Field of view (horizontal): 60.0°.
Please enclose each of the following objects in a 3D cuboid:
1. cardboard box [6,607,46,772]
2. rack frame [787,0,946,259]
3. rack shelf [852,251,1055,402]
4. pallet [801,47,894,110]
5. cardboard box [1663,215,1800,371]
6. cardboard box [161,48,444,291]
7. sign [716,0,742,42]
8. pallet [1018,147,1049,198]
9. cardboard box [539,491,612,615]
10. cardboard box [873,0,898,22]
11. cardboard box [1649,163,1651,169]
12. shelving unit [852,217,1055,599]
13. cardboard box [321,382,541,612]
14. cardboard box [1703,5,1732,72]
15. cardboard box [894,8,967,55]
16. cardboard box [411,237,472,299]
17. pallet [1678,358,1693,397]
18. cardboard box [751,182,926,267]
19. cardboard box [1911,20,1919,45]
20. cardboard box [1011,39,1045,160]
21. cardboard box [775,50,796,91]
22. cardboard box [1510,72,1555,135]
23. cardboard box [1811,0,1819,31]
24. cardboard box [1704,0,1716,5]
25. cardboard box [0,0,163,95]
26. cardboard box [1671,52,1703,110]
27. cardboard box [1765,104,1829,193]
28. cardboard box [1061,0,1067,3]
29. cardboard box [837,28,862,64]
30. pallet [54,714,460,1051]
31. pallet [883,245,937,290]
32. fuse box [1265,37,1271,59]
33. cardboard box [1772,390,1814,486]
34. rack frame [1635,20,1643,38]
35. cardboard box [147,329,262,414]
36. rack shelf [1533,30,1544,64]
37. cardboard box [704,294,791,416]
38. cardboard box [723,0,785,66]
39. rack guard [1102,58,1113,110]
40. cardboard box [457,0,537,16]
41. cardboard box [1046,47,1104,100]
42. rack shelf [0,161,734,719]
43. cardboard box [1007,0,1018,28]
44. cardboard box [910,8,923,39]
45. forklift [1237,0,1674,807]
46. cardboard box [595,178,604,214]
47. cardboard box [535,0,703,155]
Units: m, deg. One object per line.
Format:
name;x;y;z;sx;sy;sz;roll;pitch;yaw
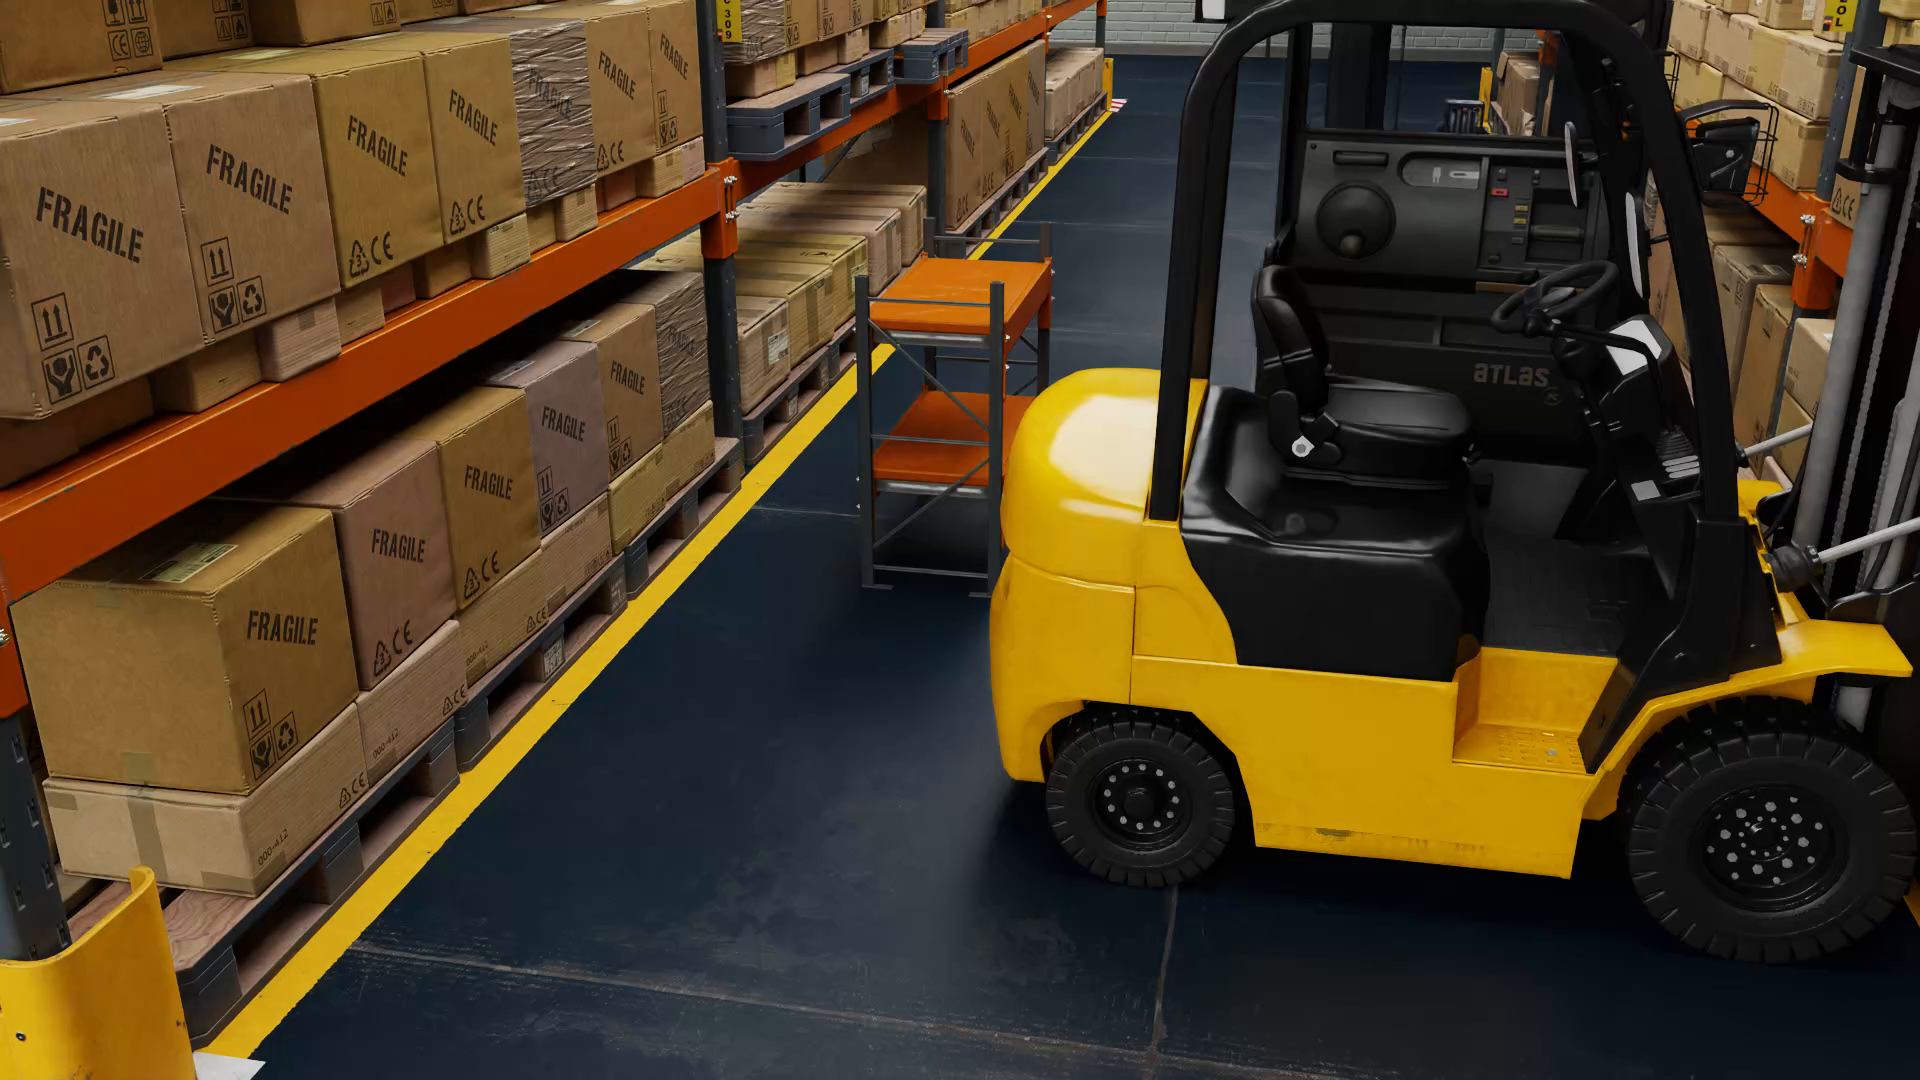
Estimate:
cardboard box;-2.317;0.203;3.949;0.500;0.500;0.500;5;22;11
rack frame;-0.593;-3.143;10.142;1.000;3.000;0.127;4;22;11
rack shelf;0.001;-0.796;6.040;0.538;0.278;1.000;4;22;11
pallet;-0.957;-2.327;8.372;1.003;0.211;1.213;4;22;11
cardboard box;3.864;-1.146;7.801;0.875;0.625;0.625;4;22;9
cardboard box;-1.652;-0.929;4.114;0.500;0.500;0.500;4;22;10
sign;-0.876;-2.043;6.252;0.100;0.325;0.005;4;22;11
pallet;0.140;-3.024;13.580;1.003;0.211;1.213;4;22;11
cardboard box;-1.474;0.019;5.411;0.500;0.250;0.500;5;22;12
cardboard box;-0.610;-2.960;8.593;0.500;0.500;0.500;3;22;7
cardboard box;4.120;-2.302;9.969;0.380;0.149;0.250;3;22;8
shelving unit;0.001;-0.524;6.150;0.538;1.125;1.048;4;22;11
cardboard box;-1.573;-0.141;4.804;0.500;0.500;0.500;5;22;12
cardboard box;3.630;-2.223;7.388;0.500;0.250;0.500;5;22;12
cardboard box;-0.247;-3.233;10.566;0.500;0.250;0.500;4;22;10
cardboard box;-1.587;-0.775;4.599;0.380;0.149;0.250;4;22;9
pallet;3.810;-0.729;7.882;1.003;0.211;1.213;4;22;11
cardboard box;-0.718;-1.913;10.043;0.950;0.372;0.625;3;22;7
cardboard box;3.077;-1.459;4.958;0.380;0.149;0.250;5;22;12
cardboard box;0.175;-3.582;13.514;0.875;0.875;0.875;5;23;13
cardboard box;-0.927;-2.027;7.145;0.380;0.149;0.250;5;22;12
cardboard box;5.258;-3.821;14.610;0.700;0.500;0.500;4;22;9
cardboard box;3.440;-1.973;6.236;0.380;0.149;0.250;4;22;11
cardboard box;3.661;-2.546;7.658;0.380;0.149;0.250;5;22;12
cardboard box;-2.224;-1.253;3.579;0.700;0.500;0.500;5;22;11
cardboard box;3.732;-2.180;7.952;0.500;0.250;0.500;4;22;9
cardboard box;3.298;-1.437;6.108;0.500;0.250;0.500;5;22;12
cardboard box;0.682;-4.987;14.588;0.500;0.500;0.500;5;22;11
cardboard box;-0.694;-2.411;8.098;0.380;0.149;0.250;5;23;13
pallet;-2.009;0.754;4.198;1.003;0.211;1.213;4;22;11
pallet;-0.754;-1.564;9.953;1.003;0.211;1.213;4;22;11
fuse box;4.194;-7.321;22.242;0.539;1.711;0.414;4;22;11
cardboard box;3.050;-0.301;5.534;0.500;0.250;0.500;4;22;11
rack frame;4.267;-2.766;9.206;1.000;3.000;0.127;4;22;11
cardboard box;-1.782;-0.393;3.651;0.380;0.149;0.250;4;22;9
rack shelf;5.492;-4.626;14.788;1.077;0.370;4.000;4;22;11
cardboard box;-1.304;-0.848;7.399;0.950;0.372;0.625;5;22;12
cardboard box;-1.032;-2.209;6.728;0.500;0.500;0.500;5;22;12
rack guard;1.045;-4.918;17.895;1.175;0.500;0.348;4;22;11
cardboard box;-1.837;-1.998;5.430;0.700;0.500;0.500;5;22;11
cardboard box;1.003;-4.826;17.188;0.875;0.438;0.875;4;22;9
rack shelf;-1.817;-0.615;4.828;1.077;0.370;4.000;4;22;11
cardboard box;0.152;-3.984;12.430;0.500;0.250;0.500;4;22;9
cardboard box;-0.421;-2.884;9.274;0.380;0.149;0.250;4;22;10
forklift;1.461;-1.002;4.919;1.130;2.935;3.031;7;23;16
cardboard box;-1.414;-1.151;5.533;0.380;0.149;0.250;4;22;10
cardboard box;-1.256;-1.683;5.984;0.500;0.500;0.500;4;22;10
